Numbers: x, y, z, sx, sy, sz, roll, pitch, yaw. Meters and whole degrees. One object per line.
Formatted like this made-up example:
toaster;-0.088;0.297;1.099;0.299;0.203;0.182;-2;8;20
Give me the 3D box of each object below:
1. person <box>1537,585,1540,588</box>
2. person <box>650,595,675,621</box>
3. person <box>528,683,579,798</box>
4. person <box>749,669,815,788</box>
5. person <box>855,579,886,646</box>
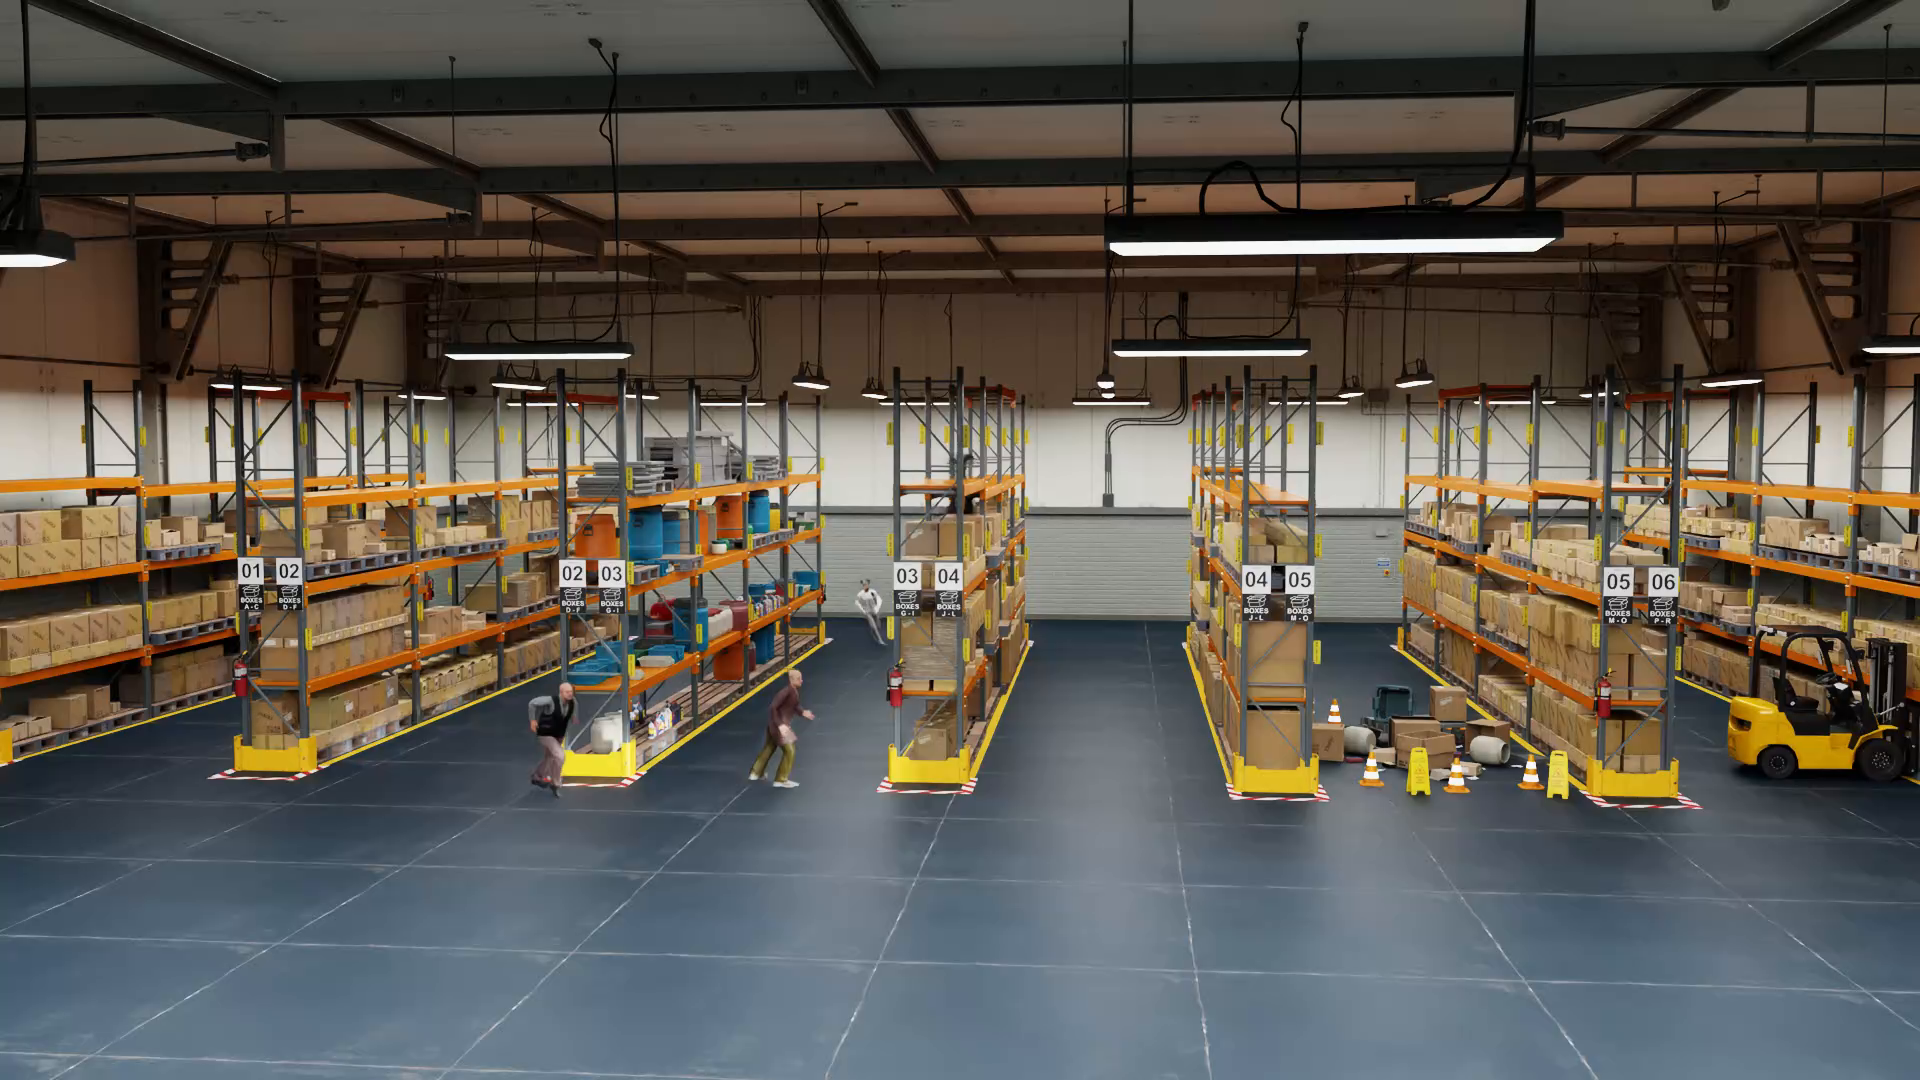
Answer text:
person;12.726;1.863;36.639;0.714;1.734;0.983;-1;4;-11
person;-6.694;1.936;37.757;0.684;1.461;1.009;-1;4;-11
person;-5.702;2.783;23.172;0.988;1.655;0.696;3;5;39
person;-2.561;2.682;23.804;0.958;1.701;0.759;0;4;-3
person;-2.185;1.723;39.980;0.656;1.595;0.653;-1;4;-15
